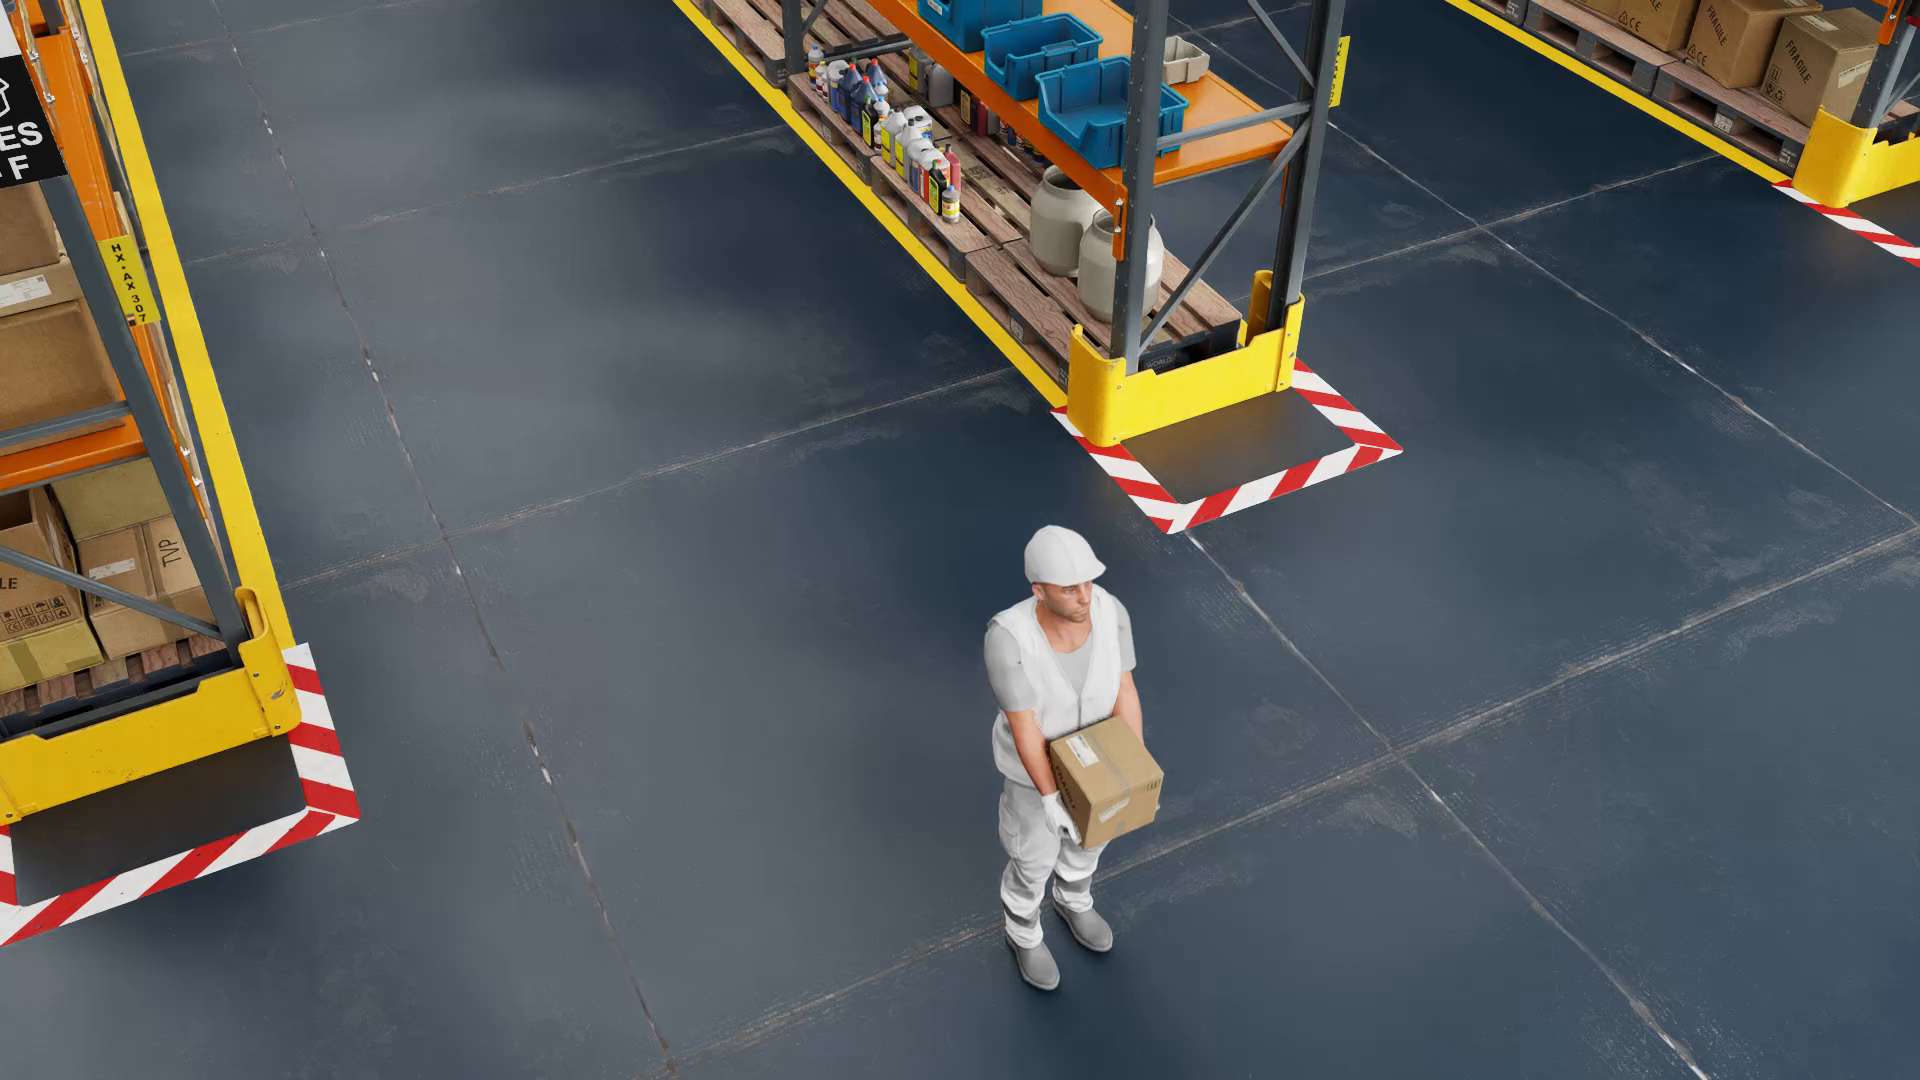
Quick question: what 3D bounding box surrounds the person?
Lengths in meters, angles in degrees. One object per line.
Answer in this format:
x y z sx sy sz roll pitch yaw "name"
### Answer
0.361 0.753 5.273 0.497 1.785 0.561 -19 44 -20 "person"
